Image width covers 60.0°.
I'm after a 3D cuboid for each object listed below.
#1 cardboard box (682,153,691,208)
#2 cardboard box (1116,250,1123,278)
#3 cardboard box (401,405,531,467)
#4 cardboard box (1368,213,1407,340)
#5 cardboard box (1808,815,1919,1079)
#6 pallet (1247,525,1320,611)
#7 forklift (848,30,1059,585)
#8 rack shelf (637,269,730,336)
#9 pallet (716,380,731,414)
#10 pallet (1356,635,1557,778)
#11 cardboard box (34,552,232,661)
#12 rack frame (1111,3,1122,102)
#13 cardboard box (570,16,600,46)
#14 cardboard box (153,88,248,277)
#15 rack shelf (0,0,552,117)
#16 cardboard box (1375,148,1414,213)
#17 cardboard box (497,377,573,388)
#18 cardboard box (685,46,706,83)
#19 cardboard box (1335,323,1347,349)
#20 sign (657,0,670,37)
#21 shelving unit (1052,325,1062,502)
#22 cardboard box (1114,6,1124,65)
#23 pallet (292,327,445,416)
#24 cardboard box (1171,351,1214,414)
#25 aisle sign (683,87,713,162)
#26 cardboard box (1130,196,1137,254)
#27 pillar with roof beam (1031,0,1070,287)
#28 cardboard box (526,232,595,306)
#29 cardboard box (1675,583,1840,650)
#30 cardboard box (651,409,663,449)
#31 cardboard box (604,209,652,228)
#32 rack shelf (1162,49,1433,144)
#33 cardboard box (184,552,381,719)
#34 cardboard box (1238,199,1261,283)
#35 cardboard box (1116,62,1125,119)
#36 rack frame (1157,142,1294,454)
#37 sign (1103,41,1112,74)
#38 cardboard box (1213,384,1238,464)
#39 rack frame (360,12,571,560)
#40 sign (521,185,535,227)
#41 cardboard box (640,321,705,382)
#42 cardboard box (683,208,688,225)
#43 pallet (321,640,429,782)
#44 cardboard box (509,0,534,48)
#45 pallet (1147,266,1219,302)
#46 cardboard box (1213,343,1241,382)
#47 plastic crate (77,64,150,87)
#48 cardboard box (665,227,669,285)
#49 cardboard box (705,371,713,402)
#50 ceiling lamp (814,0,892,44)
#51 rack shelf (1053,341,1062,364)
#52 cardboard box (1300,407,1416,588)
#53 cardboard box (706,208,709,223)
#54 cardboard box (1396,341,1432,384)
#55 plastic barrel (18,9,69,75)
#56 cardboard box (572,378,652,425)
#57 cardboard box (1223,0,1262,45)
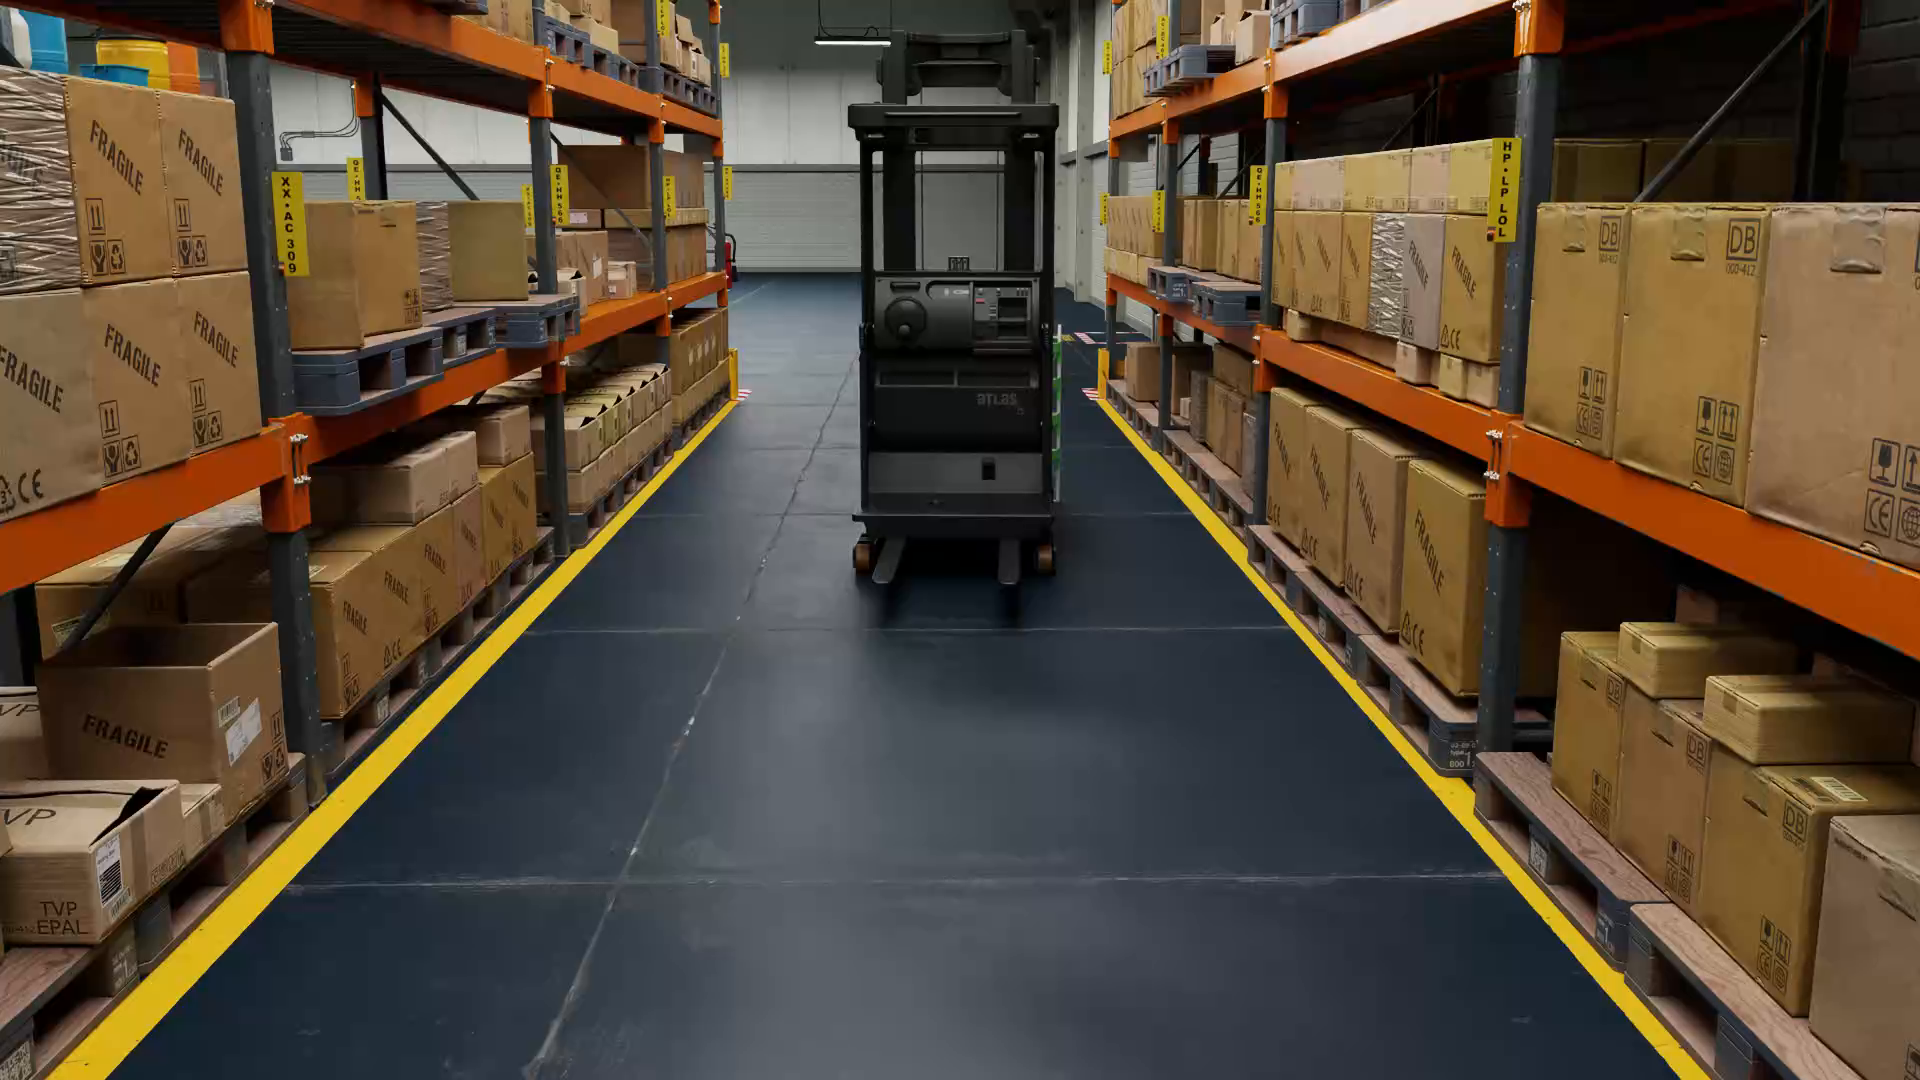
[{"bbox_3d":[-2.891,-3.335,15.439,0.700,0.500,0.500,0,11,-1],"label":"cardboard box"},{"bbox_3d":[1.758,-2.613,15.721,0.500,0.250,0.500,0,11,-2],"label":"cardboard box"},{"bbox_3d":[-2.492,-0.530,8.421,0.500,0.250,0.500,0,11,1],"label":"cardboard box"},{"bbox_3d":[2.000,-1.090,6.840,0.500,0.500,0.500,0,11,-1],"label":"cardboard box"},{"bbox_3d":[2.231,0.882,3.397,0.700,0.500,0.500,-1,11,-3],"label":"cardboard box"},{"bbox_3d":[2.142,0.135,8.865,1.003,0.211,1.213,0,11,-1],"label":"pallet"},{"bbox_3d":[-0.021,-1.312,9.153,1.130,2.935,3.031,0,11,2],"label":"forklift"},{"bbox_3d":[-2.875,-2.208,15.208,1.077,0.370,4.000,0,11,-1],"label":"rack shelf"},{"bbox_3d":[-2.859,-1.440,16.625,1.003,0.211,1.213,0,11,-1],"label":"pallet"},{"bbox_3d":[2.193,0.620,6.474,1.003,0.211,1.213,0,11,-1],"label":"pallet"},{"bbox_3d":[-2.965,0.340,6.021,0.500,0.500,0.500,0,11,-1],"label":"cardboard box"},{"bbox_3d":[2.036,-5.919,16.604,1.000,3.000,0.127,0,11,-1],"label":"rack frame"},{"bbox_3d":[-2.817,-3.534,11.710,0.500,0.250,0.500,-1,12,-7],"label":"cardboard box"},{"bbox_3d":[-2.399,-1.012,4.739,0.500,0.500,0.500,0,11,-1],"label":"cardboard box"},{"bbox_3d":[-2.710,-2.088,7.071,1.077,0.370,4.000,0,11,-1],"label":"rack shelf"},{"bbox_3d":[2.007,-1.461,6.780,0.500,0.250,0.500,0,11,0],"label":"cardboard box"},{"bbox_3d":[-3.057,-1.011,11.945,0.500,0.311,0.500,-1,11,-3],"label":"cardboard box"},{"bbox_3d":[-2.618,-4.321,15.083,0.500,0.311,0.500,1,12,6],"label":"cardboard box"},{"bbox_3d":[2.037,-1.005,8.050,0.380,0.149,0.250,0,11,0],"label":"cardboard box"},{"bbox_3d":[-2.292,-4.045,12.817,0.100,0.325,0.005,0,11,-1],"label":"sign"},{"bbox_3d":[0.440,-0.822,11.093,0.258,1.200,0.503,8,14,33],"label":"shelving unit"},{"bbox_3d":[1.761,-4.821,15.916,0.500,0.500,0.500,0,11,-2],"label":"cardboard box"},{"bbox_3d":[-2.576,-0.638,6.143,1.003,0.211,1.213,0,11,-1],"label":"pallet"},{"bbox_3d":[2.057,-1.381,14.502,0.500,0.500,0.500,-1,12,-5],"label":"cardboard box"},{"bbox_3d":[-2.624,-4.247,16.908,0.394,0.787,0.004,0,11,-1],"label":"aisle sign"},{"bbox_3d":[1.784,-2.780,14.659,0.500,0.500,0.500,-1,11,-3],"label":"cardboard box"},{"bbox_3d":[-1.885,-10.537,39.364,9.100,9.000,0.548,0,11,-1],"label":"pillar with roof beam"},{"bbox_3d":[-2.813,-1.855,11.407,0.500,0.500,0.500,0,11,-1],"label":"cardboard box"},{"bbox_3d":[2.393,0.227,4.996,0.380,0.149,0.250,0,11,-1],"label":"cardboard box"},{"bbox_3d":[-2.527,-0.840,12.512,0.500,0.250,0.500,0,11,-2],"label":"cardboard box"},{"bbox_3d":[-2.646,-2.584,13.370,0.380,0.149,0.250,0,11,-1],"label":"cardboard box"},{"bbox_3d":[2.160,-2.904,11.095,1.077,0.370,4.000,0,11,-1],"label":"rack shelf"},{"bbox_3d":[-2.435,0.339,6.022,0.500,0.500,0.500,-1,11,-4],"label":"cardboard box"},{"bbox_3d":[2.143,-1.858,10.315,0.700,0.500,0.500,-1,12,-7],"label":"cardboard box"},{"bbox_3d":[1.768,-4.334,16.030,0.500,0.500,0.500,1,11,3],"label":"cardboard box"},{"bbox_3d":[2.119,-2.184,13.281,1.000,3.000,0.127,0,11,-1],"label":"rack frame"},{"bbox_3d":[1.494,-4.875,16.804,0.100,0.325,0.005,0,11,-1],"label":"sign"},{"bbox_3d":[2.182,-0.824,11.759,0.700,0.500,0.500,0,11,-1],"label":"cardboard box"},{"bbox_3d":[-2.751,-1.368,9.258,1.000,3.000,0.127,0,11,-1],"label":"rack frame"},{"bbox_3d":[-3.389,-2.624,13.070,0.100,0.325,0.005,0,11,-1],"label":"sign"},{"bbox_3d":[-2.551,-1.681,14.775,0.500,0.500,0.500,0,11,-1],"label":"cardboard box"},{"bbox_3d":[-2.684,-2.942,15.132,0.380,0.149,0.250,0,11,-2],"label":"cardboard box"},{"bbox_3d":[-2.723,0.632,6.412,1.003,0.211,1.213,0,11,-1],"label":"pallet"},{"bbox_3d":[-2.708,-2.800,8.523,0.910,0.500,0.500,0,11,-1],"label":"cardboard box"},{"bbox_3d":[1.989,-1.938,12.548,1.003,0.211,1.213,0,11,-1],"label":"pallet"},{"bbox_3d":[2.163,-1.308,12.259,0.500,0.250,0.500,0,11,-2],"label":"cardboard box"},{"bbox_3d":[-7.528,-4.023,14.841,0.392,0.384,0.575,0,11,-1],"label":"plastic crate"},{"bbox_3d":[-2.867,-2.405,14.118,0.700,0.500,0.500,0,11,-2],"label":"cardboard box"},{"bbox_3d":[-2.567,-1.413,15.339,0.500,0.250,0.500,0,11,-1],"label":"cardboard box"},{"bbox_3d":[-2.584,-13.820,40.863,2.000,3.185,0.800,0,11,-1],"label":"ceiling lamp"},{"bbox_3d":[0.440,-1.230,11.011,0.258,0.148,0.480,8,14,33],"label":"rack shelf"},{"bbox_3d":[2.097,-0.220,7.952,0.750,0.750,0.750,0,11,-1],"label":"cardboard box"},{"bbox_3d":[-2.718,-3.250,16.651,0.380,0.149,0.250,0,11,-2],"label":"cardboard box"},{"bbox_3d":[1.941,-0.701,6.550,0.380,0.149,0.250,0,11,-1],"label":"cardboard box"},{"bbox_3d":[-7.700,-4.263,13.668,0.600,0.901,0.708,0,11,-1],"label":"plastic barrel"},{"bbox_3d":[-2.514,-1.014,11.963,0.500,0.311,0.500,0,11,-1],"label":"cardboard box"},{"bbox_3d":[2.076,-3.555,11.185,0.500,0.500,0.500,-1,11,-3],"label":"cardboard box"}]
